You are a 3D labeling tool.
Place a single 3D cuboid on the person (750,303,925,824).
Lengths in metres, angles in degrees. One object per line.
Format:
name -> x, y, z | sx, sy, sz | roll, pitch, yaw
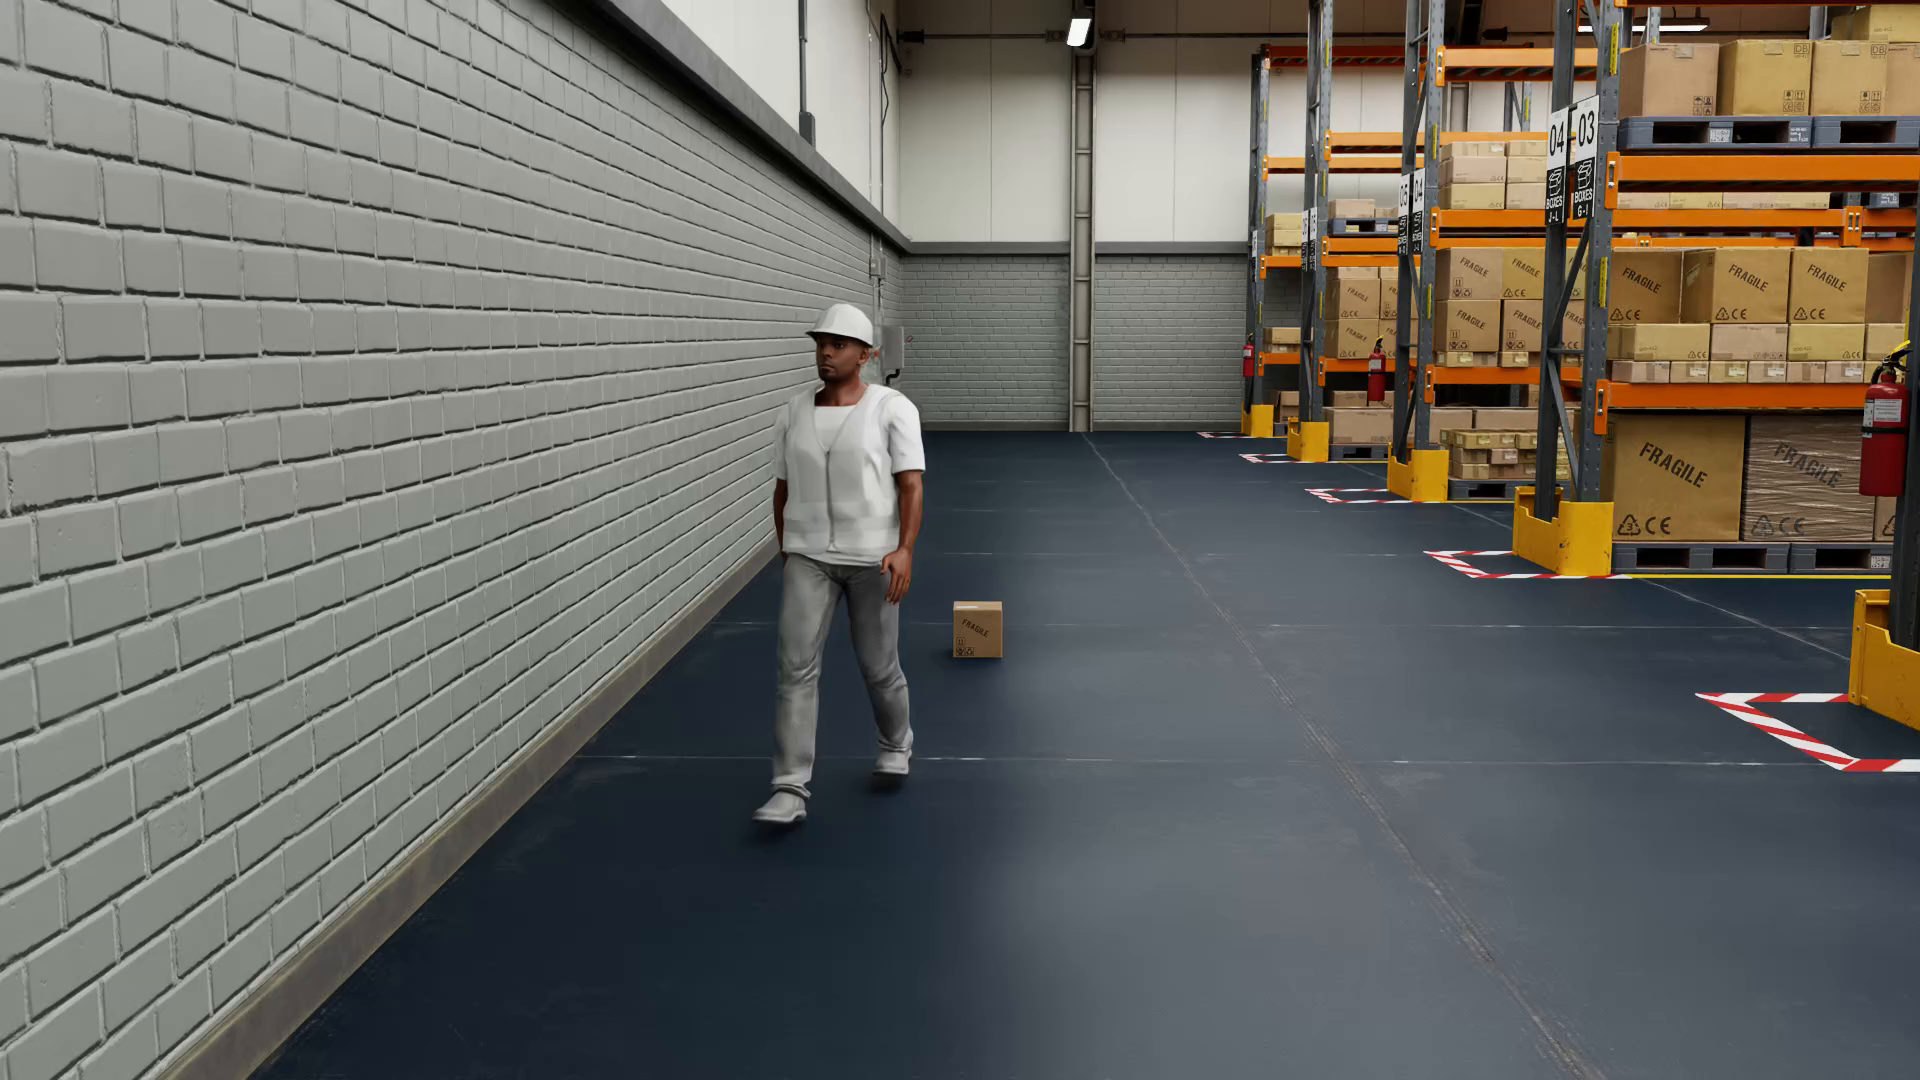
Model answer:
person -> -0.413, 0.064, 5.680 | 0.569, 1.732, 0.937 | 1, 7, 10
